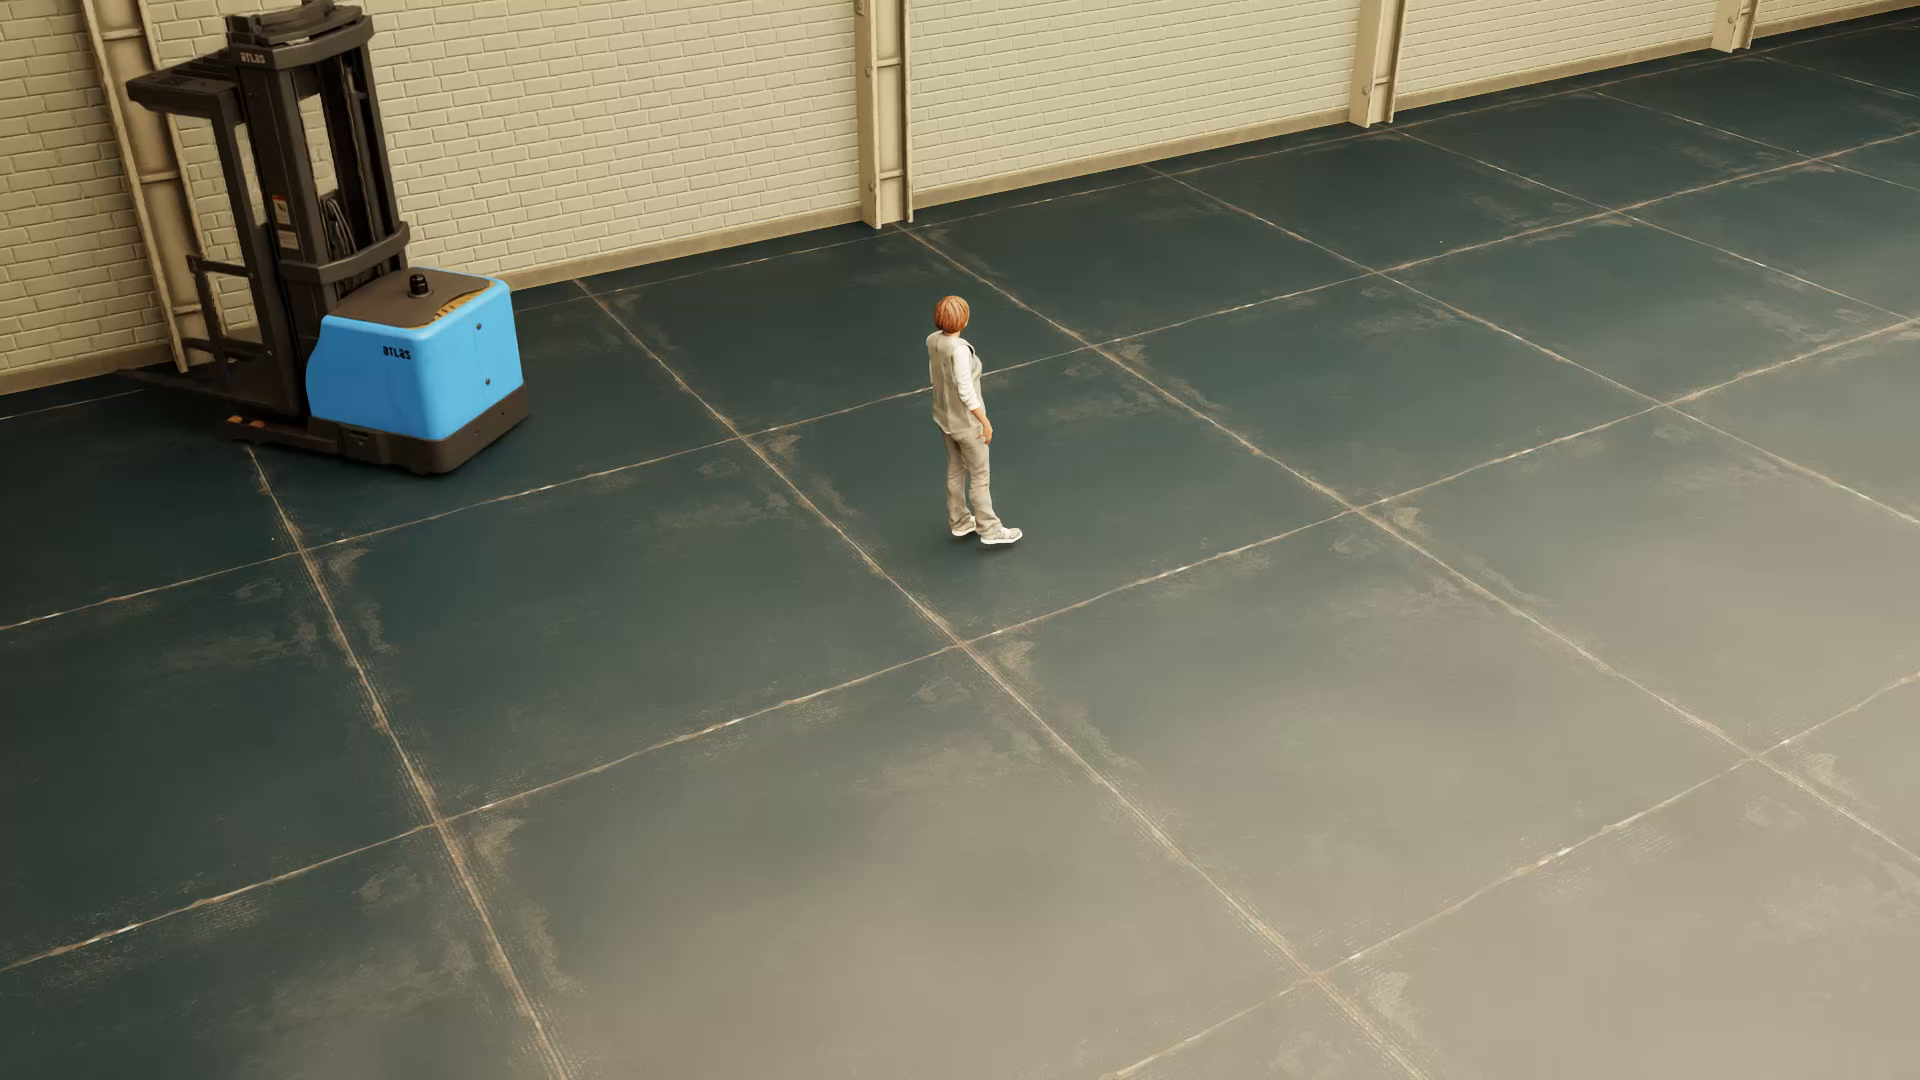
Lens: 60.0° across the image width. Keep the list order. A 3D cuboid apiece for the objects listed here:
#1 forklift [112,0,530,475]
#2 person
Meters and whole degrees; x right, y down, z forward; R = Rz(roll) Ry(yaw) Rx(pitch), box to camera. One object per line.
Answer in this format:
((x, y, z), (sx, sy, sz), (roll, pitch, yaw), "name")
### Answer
((-4.641, -2.162, 11.257), (3.031, 2.935, 1.130), (11, 33, 18), "forklift")
((0.071, -0.733, 10.091), (0.472, 1.584, 0.520), (-17, 35, -26), "person")
